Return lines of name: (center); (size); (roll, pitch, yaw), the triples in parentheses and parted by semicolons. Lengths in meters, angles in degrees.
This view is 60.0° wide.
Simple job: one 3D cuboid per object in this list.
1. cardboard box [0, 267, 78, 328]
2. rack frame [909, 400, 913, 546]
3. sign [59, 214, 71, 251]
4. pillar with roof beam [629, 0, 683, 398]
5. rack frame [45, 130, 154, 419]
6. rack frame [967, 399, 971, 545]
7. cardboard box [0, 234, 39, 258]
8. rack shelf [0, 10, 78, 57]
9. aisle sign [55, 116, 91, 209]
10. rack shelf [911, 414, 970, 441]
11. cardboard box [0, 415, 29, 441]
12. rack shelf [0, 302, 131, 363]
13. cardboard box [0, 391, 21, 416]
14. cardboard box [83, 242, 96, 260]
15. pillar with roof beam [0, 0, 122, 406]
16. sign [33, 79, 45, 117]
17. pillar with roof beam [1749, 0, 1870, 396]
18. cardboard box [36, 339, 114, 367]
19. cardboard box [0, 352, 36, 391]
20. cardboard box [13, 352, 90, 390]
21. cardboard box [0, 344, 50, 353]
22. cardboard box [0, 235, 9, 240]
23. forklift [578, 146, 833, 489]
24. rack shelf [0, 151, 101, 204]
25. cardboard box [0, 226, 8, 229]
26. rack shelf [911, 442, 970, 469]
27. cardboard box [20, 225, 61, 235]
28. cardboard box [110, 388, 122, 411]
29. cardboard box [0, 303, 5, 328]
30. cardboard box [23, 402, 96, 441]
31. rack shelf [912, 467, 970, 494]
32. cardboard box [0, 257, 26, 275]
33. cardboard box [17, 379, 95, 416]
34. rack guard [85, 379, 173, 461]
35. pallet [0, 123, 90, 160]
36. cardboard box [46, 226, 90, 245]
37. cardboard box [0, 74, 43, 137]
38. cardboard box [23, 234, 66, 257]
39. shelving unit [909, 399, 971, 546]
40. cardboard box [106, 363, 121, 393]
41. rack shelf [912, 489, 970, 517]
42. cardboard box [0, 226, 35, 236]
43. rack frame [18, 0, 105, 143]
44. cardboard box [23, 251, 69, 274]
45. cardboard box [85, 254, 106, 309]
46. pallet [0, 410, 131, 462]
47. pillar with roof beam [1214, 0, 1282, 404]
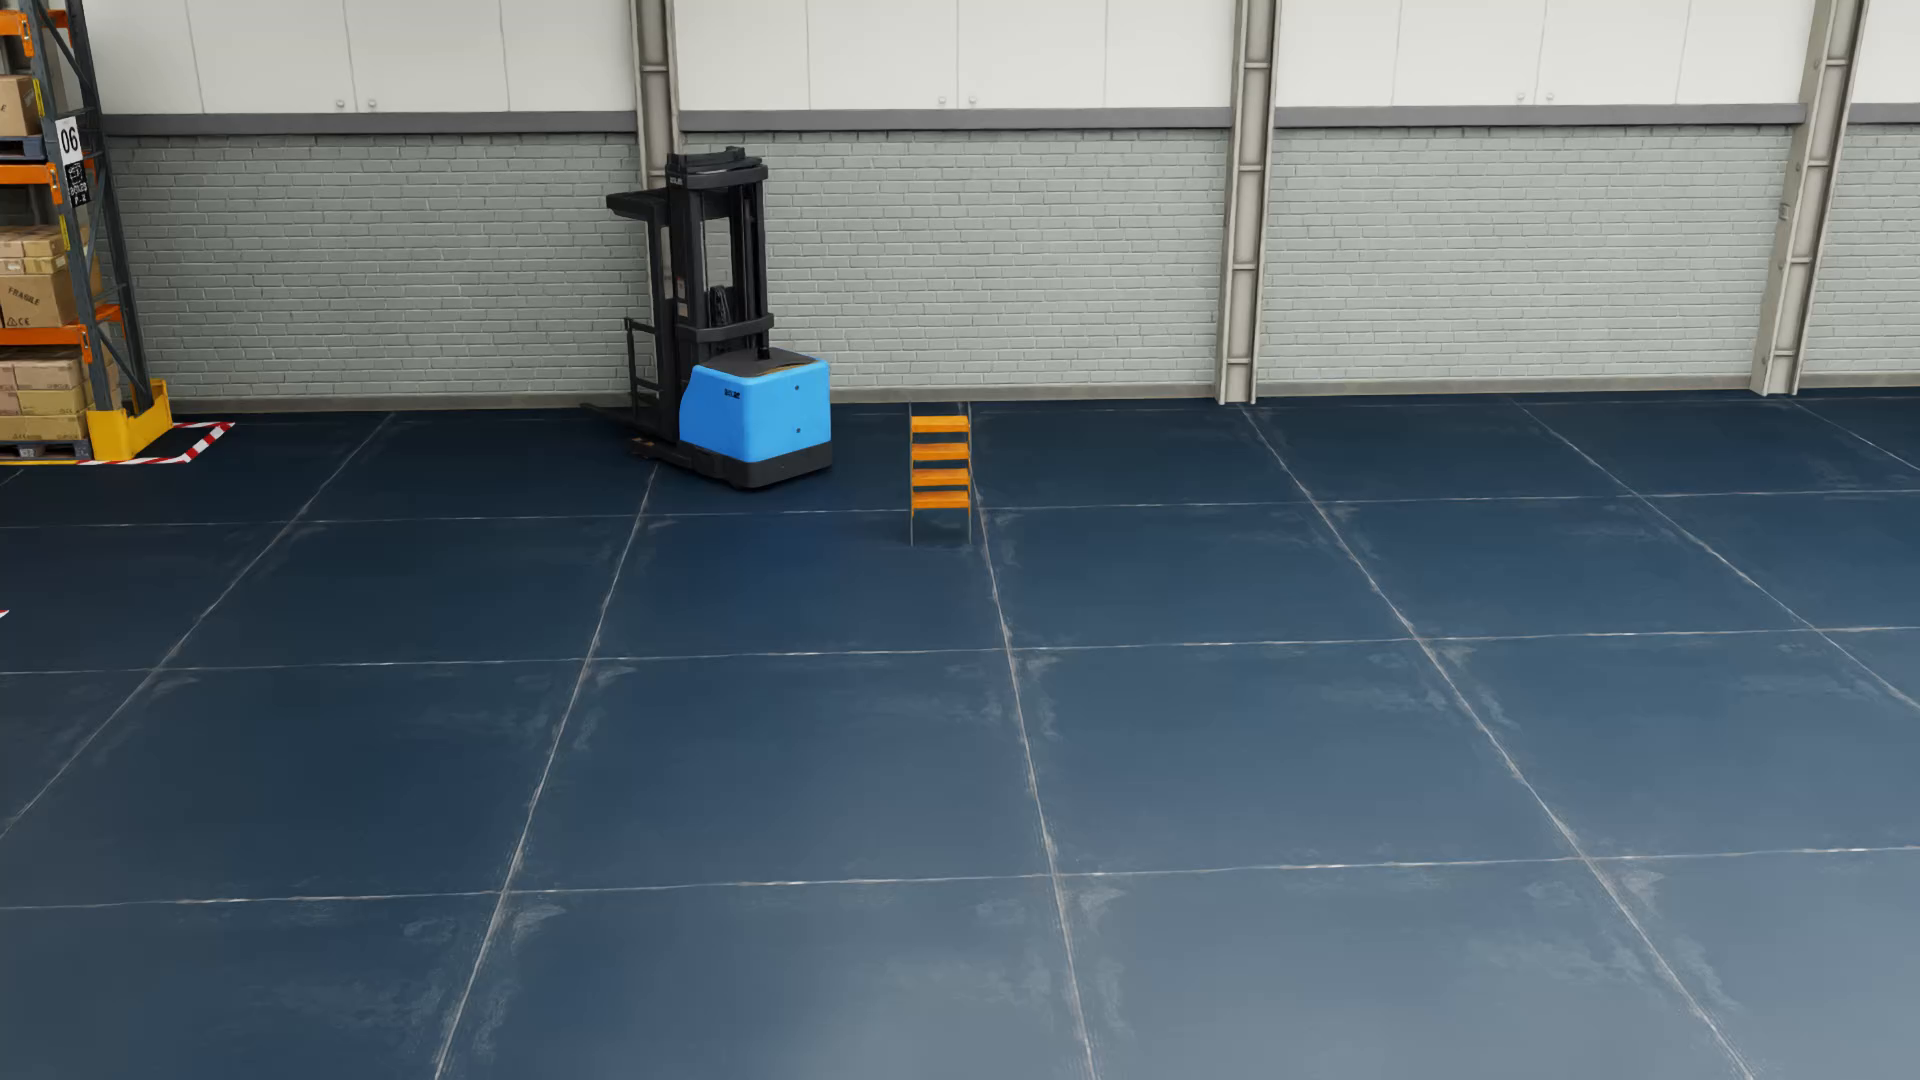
cardboard box: (-8.732, -2.313, 15.772); (0.500, 0.500, 0.500); (-2, 21, -4)
rack frame: (-0.409, -0.552, 13.817); (0.015, 1.200, 0.240); (-1, 21, -3)
sign: (-8.239, -2.829, 15.306); (0.005, 0.325, 0.100); (-1, 21, -3)
pillar with roof beam: (-2.767, -4.072, 12.101); (0.400, 9.000, 9.100); (-1, 21, -3)
rack frame: (-8.256, -2.370, 16.062); (0.127, 3.000, 1.000); (-1, 21, -3)
rack frame: (0.078, -0.562, 13.843); (0.015, 1.200, 0.240); (-1, 21, -3)
cardboard box: (-8.846, -2.761, 15.618); (0.250, 0.149, 0.380); (-1, 21, -3)
rack shelf: (-10.253, -4.610, 15.087); (4.000, 0.370, 1.077); (-1, 21, -3)
aisle sign: (-8.174, -3.482, 15.328); (0.004, 0.787, 0.394); (-1, 21, -3)
rack shelf: (-0.165, -0.925, 13.690); (0.480, 0.148, 0.258); (-1, 21, -3)
cardboard box: (-9.204, -1.153, 16.139); (0.500, 0.250, 0.500); (-1, 21, -3)
rack shelf: (-10.253, -1.993, 16.083); (4.000, 0.370, 1.077); (-1, 21, -3)
cardboard box: (-9.225, -1.388, 16.053); (0.500, 0.250, 0.500); (-1, 21, -4)
cardboard box: (-8.610, -2.805, 16.152); (0.250, 0.149, 0.380); (-2, 21, -4)
pillar with roof beam: (-8.757, -3.950, 11.781); (0.400, 9.000, 9.100); (-1, 21, -3)
sign: (-8.239, -3.956, 14.877); (0.005, 0.325, 0.100); (-1, 21, -3)
pillar with roof beam: (9.214, -4.316, 12.741); (0.400, 9.000, 9.100); (-1, 21, -3)
cardboard box: (-8.747, -1.806, 16.449); (0.500, 0.250, 0.500); (-1, 21, -4)
cardboard box: (-9.207, -1.616, 15.950); (0.500, 0.250, 0.500); (-1, 21, -2)
cardboard box: (-8.698, -1.628, 15.983); (0.500, 0.250, 0.500); (0, 21, -1)
cardboard box: (-9.245, -1.795, 16.419); (0.500, 0.250, 0.500); (-1, 21, -3)
cardboard box: (-9.106, -2.746, 15.578); (0.250, 0.149, 0.380); (-1, 21, -2)
forklift: (-2.607, -2.269, 15.892); (3.031, 2.935, 1.130); (19, 28, 41)
rack shelf: (-10.253, -3.395, 15.549); (4.000, 0.370, 1.077); (-1, 21, -3)
cardboard box: (-9.377, -2.924, 16.048); (0.250, 0.149, 0.380); (-1, 21, -3)
rack shelf: (-0.165, -0.704, 13.774); (0.480, 0.148, 0.258); (-1, 21, -3)
cardboard box: (-8.873, -2.945, 16.101); (0.250, 0.149, 0.380); (0, 21, -1)
cardboard box: (-8.758, -1.341, 16.632); (0.500, 0.250, 0.500); (-1, 21, -3)
cardboard box: (-9.251, -2.306, 15.753); (0.500, 0.500, 0.500); (-1, 21, -1)
cardboard box: (-8.707, -1.159, 16.156); (0.500, 0.250, 0.500); (-1, 21, -3)
rack shelf: (-0.165, -0.494, 13.854); (0.480, 0.148, 0.258); (-1, 21, -3)
cardboard box: (-8.840, -2.598, 15.607); (0.250, 0.149, 0.380); (-1, 21, -2)
cardboard box: (-8.724, -1.394, 16.069); (0.500, 0.250, 0.500); (-1, 21, -4)
rack guard: (-8.232, -1.202, 16.508); (0.348, 0.500, 1.175); (-1, 21, -3)
pallet: (-8.963, -3.725, 15.530); (1.213, 0.211, 1.003); (-1, 21, -3)
cardboard box: (-8.604, -2.928, 16.057); (0.250, 0.149, 0.380); (-2, 21, -4)
cardboard box: (-8.684, -3.966, 15.167); (0.500, 0.500, 0.500); (0, 21, -1)
cardboard box: (-8.602, -2.777, 15.660); (0.250, 0.149, 0.380); (-1, 21, -3)
shelving unit: (-0.165, -0.557, 13.830); (0.503, 1.200, 0.258); (-1, 21, -3)
cardboard box: (-8.737, -1.579, 16.556); (0.500, 0.250, 0.500); (-1, 21, -2)
rack shelf: (-0.165, -0.309, 13.925); (0.480, 0.148, 0.258); (-1, 21, -3)
cardboard box: (-9.130, -2.924, 16.047); (0.250, 0.149, 0.380); (-1, 21, -2)
rack frame: (-8.256, -5.174, 14.994); (0.127, 3.000, 1.000); (-1, 21, -3)
cardboard box: (-8.586, -2.613, 15.648); (0.250, 0.149, 0.380); (-1, 21, -2)
cardboard box: (-8.766, -2.505, 16.276); (0.500, 0.500, 0.500); (0, 21, -1)
pallet: (-9.017, -1.036, 16.478); (1.213, 0.211, 1.003); (-1, 21, -3)
pillar with roof beam: (3.224, -4.194, 12.421); (0.400, 9.000, 9.100); (-1, 21, -3)
